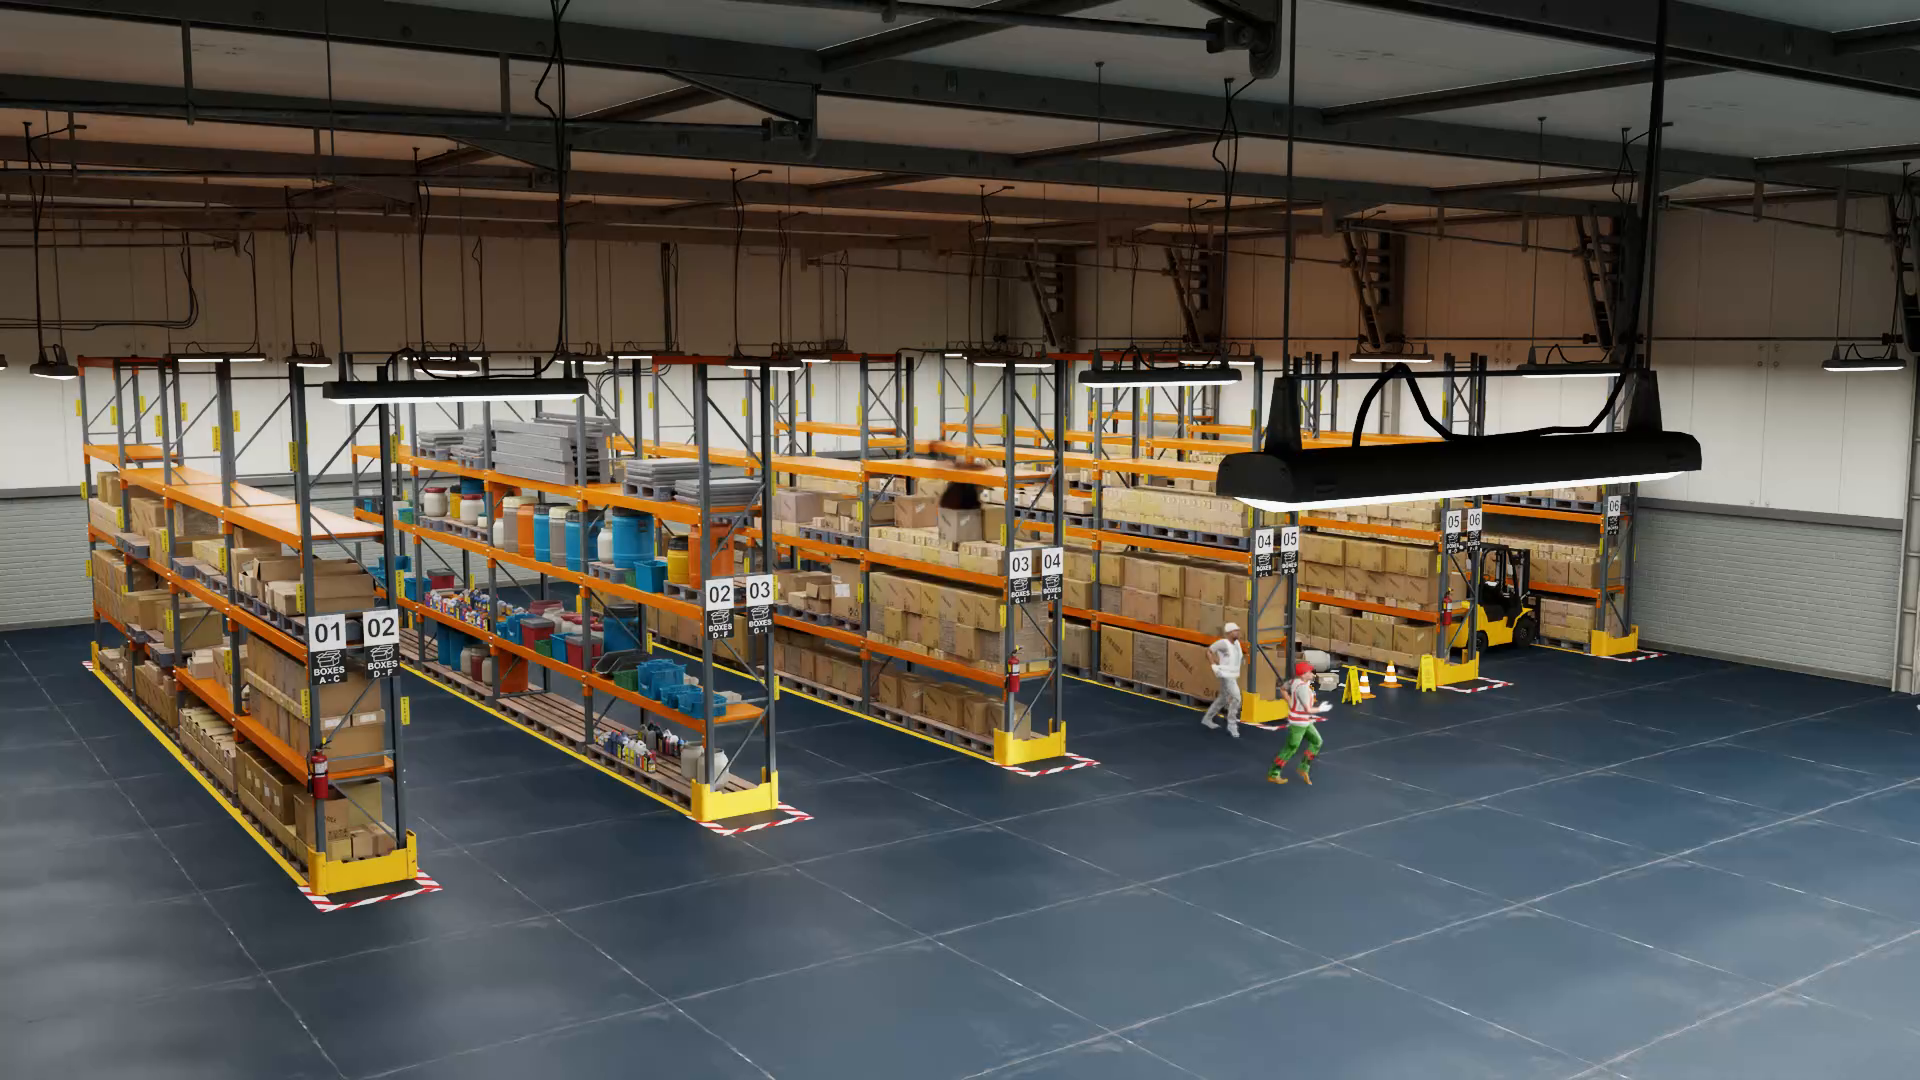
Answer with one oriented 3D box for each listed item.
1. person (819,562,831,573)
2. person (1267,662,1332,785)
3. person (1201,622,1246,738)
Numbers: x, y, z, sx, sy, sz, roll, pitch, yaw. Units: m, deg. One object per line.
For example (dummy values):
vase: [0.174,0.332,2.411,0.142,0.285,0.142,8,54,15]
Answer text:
person: [-3.380,0.308,42.767,0.647,1.711,0.638,-5,8,-33]
person: [4.797,2.598,23.505,0.886,1.789,0.672,1,7,8]
person: [4.293,2.235,26.793,0.765,1.821,0.688,4,8,31]
